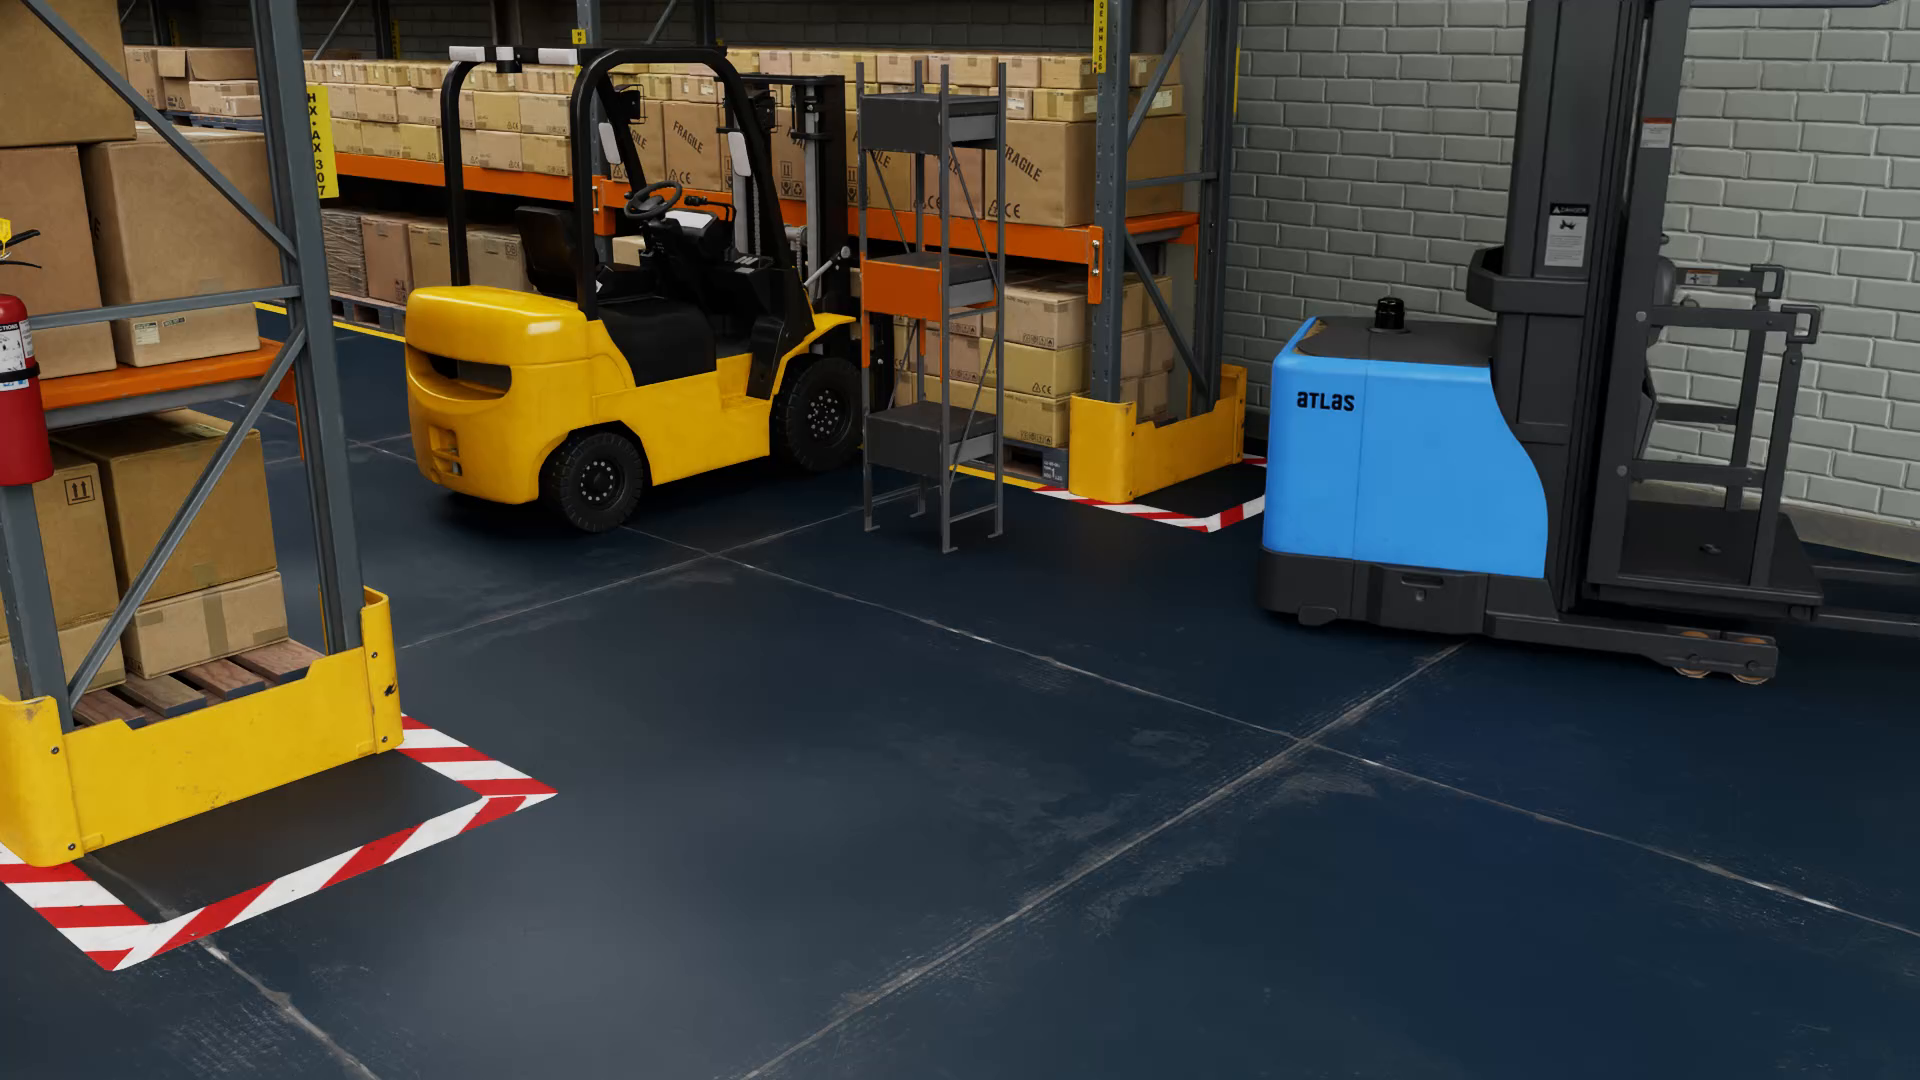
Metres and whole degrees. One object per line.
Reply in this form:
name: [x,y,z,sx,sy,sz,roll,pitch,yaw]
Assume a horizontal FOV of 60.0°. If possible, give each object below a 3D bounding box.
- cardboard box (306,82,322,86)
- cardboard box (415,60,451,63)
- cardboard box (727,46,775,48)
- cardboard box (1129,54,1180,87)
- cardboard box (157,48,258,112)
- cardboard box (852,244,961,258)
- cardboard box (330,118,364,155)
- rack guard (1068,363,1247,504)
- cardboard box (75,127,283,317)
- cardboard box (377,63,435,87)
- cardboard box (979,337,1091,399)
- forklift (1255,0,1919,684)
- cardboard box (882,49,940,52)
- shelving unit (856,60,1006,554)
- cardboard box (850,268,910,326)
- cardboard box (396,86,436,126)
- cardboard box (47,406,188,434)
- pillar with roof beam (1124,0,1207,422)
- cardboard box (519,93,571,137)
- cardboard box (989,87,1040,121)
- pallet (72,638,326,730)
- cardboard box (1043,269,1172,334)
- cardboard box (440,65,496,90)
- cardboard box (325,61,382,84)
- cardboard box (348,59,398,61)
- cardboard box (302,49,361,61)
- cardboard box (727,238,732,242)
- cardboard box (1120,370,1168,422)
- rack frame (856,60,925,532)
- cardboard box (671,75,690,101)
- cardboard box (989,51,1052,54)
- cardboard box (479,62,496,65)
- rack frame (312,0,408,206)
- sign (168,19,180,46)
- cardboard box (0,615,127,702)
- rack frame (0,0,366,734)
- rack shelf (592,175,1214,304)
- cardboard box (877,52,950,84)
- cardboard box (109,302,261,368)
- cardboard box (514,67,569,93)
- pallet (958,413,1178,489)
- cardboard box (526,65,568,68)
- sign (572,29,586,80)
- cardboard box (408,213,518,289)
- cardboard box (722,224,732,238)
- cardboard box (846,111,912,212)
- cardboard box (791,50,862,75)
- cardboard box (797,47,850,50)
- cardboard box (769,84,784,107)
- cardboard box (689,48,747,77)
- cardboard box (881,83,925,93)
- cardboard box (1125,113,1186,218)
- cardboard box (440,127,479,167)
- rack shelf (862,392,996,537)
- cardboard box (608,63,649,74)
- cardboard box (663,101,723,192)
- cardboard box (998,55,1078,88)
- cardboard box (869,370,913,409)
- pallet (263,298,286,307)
cardboard box: [-4.814,-3.395,12.772,0.500,0.250,0.500,15,23,39]
cardboard box: [-3.936,-3.589,12.725,0.250,0.149,0.380,14,23,38]
cardboard box: [-1.375,-3.018,10.434,0.250,0.149,0.380,14,23,38]
cardboard box: [0.907,-2.386,8.443,0.250,0.149,0.380,14,23,38]
cardboard box: [-6.310,-3.914,14.120,0.637,0.503,0.797,14,23,38]
cardboard box: [-0.339,-1.584,9.844,0.500,0.250,0.500,14,23,38]
cardboard box: [-4.424,-3.060,12.544,0.500,0.250,0.500,14,23,38]
rack guard: [1.035,-0.576,8.600,0.348,0.500,1.175,15,23,39]
cardboard box: [-2.445,-0.996,5.133,0.500,0.500,0.500,15,23,38]
cardboard box: [-3.951,-3.348,11.964,0.250,0.149,0.380,16,23,40]
cardboard box: [0.445,-0.927,8.599,0.500,0.250,0.500,15,23,39]
forklift: [2.746,-1.059,6.103,3.031,2.935,1.130,6,19,18]
cardboard box: [-0.230,-2.704,9.442,0.250,0.149,0.380,15,23,40]
shelving unit: [-0.124,-1.034,7.399,0.503,2.100,0.431,15,23,39]
cardboard box: [-0.304,-1.360,9.138,0.500,0.250,0.500,15,23,40]
cardboard box: [-3.645,-3.094,11.823,0.500,0.250,0.500,15,23,40]
cardboard box: [-3.107,-0.229,5.985,0.500,0.500,0.500,14,22,37]
pillar with roof beam: [-1.763,-4.001,5.343,0.400,9.000,9.100,15,23,39]
cardboard box: [-2.512,-2.783,10.843,0.500,0.250,0.500,14,23,38]
cardboard box: [0.361,-2.180,8.284,0.250,0.149,0.380,16,23,40]
pallet: [-2.916,0.494,5.705,1.213,0.211,1.003,15,23,39]
cardboard box: [0.783,-1.278,8.877,0.500,0.250,0.500,15,23,38]
cardboard box: [-3.353,-3.200,11.499,0.250,0.149,0.380,15,23,40]
cardboard box: [-4.514,-3.505,12.461,0.250,0.149,0.380,16,24,41]
cardboard box: [-4.589,-3.716,13.123,0.250,0.149,0.380,16,24,41]
cardboard box: [-5.248,-3.765,13.657,0.500,0.500,0.500,16,24,42]
cardboard box: [-1.446,-1.668,10.108,0.500,0.250,0.500,15,23,39]
cardboard box: [0.779,-0.805,9.039,0.500,0.250,0.500,15,23,39]
rack frame: [-0.306,-1.083,7.553,0.015,2.100,0.400,15,23,39]
cardboard box: [-1.503,-2.711,9.957,0.250,0.149,0.380,15,23,39]
cardboard box: [0.352,-2.550,8.957,0.250,0.149,0.380,15,23,40]
cardboard box: [-3.428,-3.412,12.166,0.250,0.149,0.380,16,24,41]
rack frame: [-4.967,-3.378,13.298,0.127,3.000,1.000,15,23,39]
sign: [-7.593,-4.860,16.052,0.005,0.325,0.100,15,23,39]
cardboard box: [-3.076,0.356,5.383,0.500,0.250,0.500,15,23,39]
rack frame: [-2.275,-0.648,4.696,0.127,3.000,1.000,15,23,39]
rack shelf: [-0.479,-1.831,9.611,4.000,0.370,1.077,15,23,39]
cardboard box: [-0.215,-2.478,8.731,0.250,0.149,0.380,16,23,41]
cardboard box: [-2.392,-0.644,5.096,0.250,0.149,0.380,15,23,39]
cardboard box: [-2.731,-3.059,11.055,0.250,0.149,0.380,15,23,39]
pallet: [0.417,-0.587,9.113,1.213,0.211,1.003,15,23,39]
cardboard box: [-2.822,-3.270,11.718,0.250,0.149,0.380,15,23,39]
sign: [-2.328,-2.965,10.211,0.005,0.325,0.100,15,23,39]
cardboard box: [-3.512,-2.054,12.356,0.625,0.625,0.875,14,22,37]
cardboard box: [-1.478,-1.886,10.795,0.500,0.250,0.500,16,23,40]
cardboard box: [-0.291,-2.068,9.005,0.500,0.500,0.500,14,23,38]
cardboard box: [-0.719,-2.656,9.292,0.250,0.149,0.380,15,23,39]
cardboard box: [-0.759,-2.876,9.984,0.250,0.149,0.380,15,23,38]
cardboard box: [-0.973,-2.545,9.435,0.250,0.149,0.380,14,22,38]
cardboard box: [-1.357,-2.787,9.704,0.250,0.149,0.380,16,23,40]
cardboard box: [-0.202,-2.341,8.792,0.250,0.149,0.380,14,22,38]
cardboard box: [0.831,-1.982,8.733,0.500,0.500,0.500,16,24,41]
cardboard box: [-3.256,-2.752,11.573,0.500,0.250,0.500,15,23,40]
rack shelf: [-0.124,-0.354,7.615,0.480,0.518,0.431,15,23,39]
cardboard box: [-1.933,-2.943,10.196,0.250,0.149,0.380,16,23,40]
cardboard box: [-1.416,-2.374,9.968,0.500,0.500,0.500,16,23,40]
cardboard box: [0.404,-2.337,8.289,0.250,0.149,0.380,15,23,39]
cardboard box: [-0.278,-0.889,9.306,0.500,0.250,0.500,15,23,40]
pallet: [-5.500,-2.208,14.219,1.213,0.211,1.003,15,23,39]
